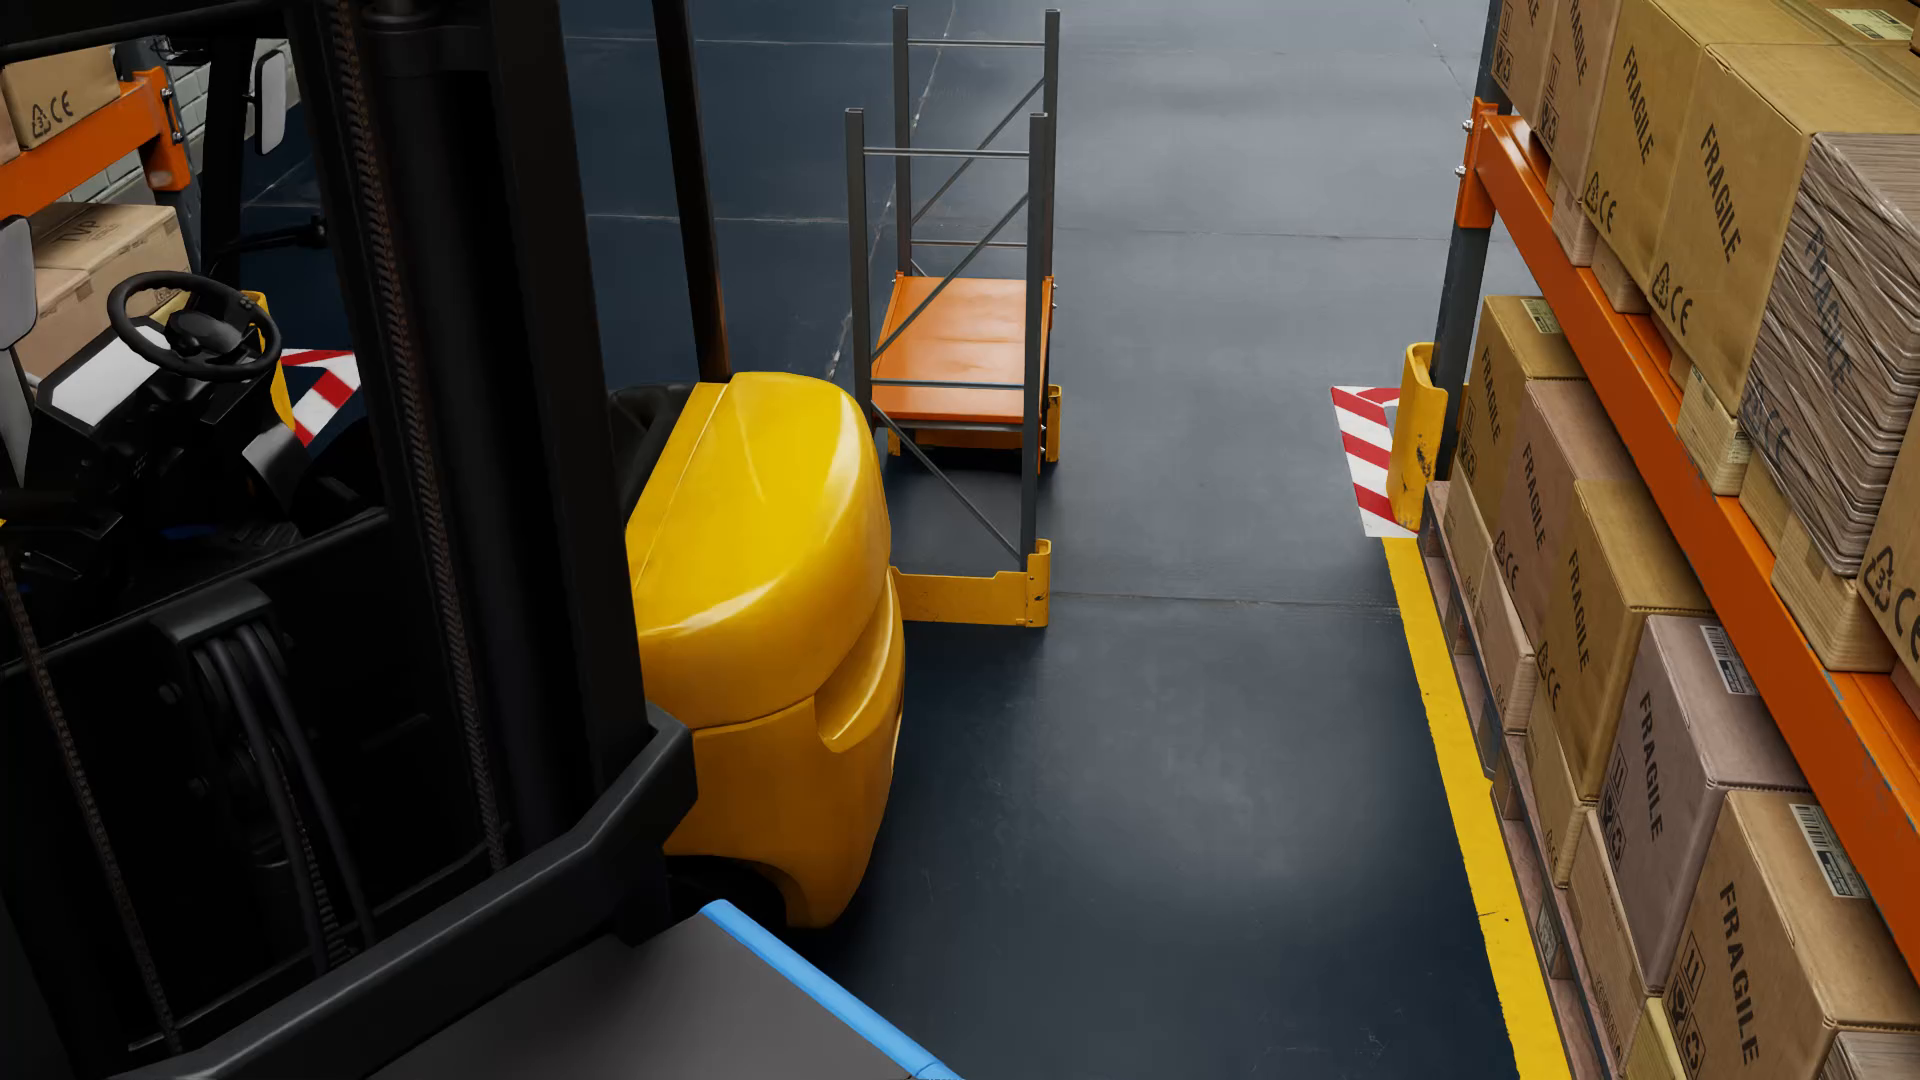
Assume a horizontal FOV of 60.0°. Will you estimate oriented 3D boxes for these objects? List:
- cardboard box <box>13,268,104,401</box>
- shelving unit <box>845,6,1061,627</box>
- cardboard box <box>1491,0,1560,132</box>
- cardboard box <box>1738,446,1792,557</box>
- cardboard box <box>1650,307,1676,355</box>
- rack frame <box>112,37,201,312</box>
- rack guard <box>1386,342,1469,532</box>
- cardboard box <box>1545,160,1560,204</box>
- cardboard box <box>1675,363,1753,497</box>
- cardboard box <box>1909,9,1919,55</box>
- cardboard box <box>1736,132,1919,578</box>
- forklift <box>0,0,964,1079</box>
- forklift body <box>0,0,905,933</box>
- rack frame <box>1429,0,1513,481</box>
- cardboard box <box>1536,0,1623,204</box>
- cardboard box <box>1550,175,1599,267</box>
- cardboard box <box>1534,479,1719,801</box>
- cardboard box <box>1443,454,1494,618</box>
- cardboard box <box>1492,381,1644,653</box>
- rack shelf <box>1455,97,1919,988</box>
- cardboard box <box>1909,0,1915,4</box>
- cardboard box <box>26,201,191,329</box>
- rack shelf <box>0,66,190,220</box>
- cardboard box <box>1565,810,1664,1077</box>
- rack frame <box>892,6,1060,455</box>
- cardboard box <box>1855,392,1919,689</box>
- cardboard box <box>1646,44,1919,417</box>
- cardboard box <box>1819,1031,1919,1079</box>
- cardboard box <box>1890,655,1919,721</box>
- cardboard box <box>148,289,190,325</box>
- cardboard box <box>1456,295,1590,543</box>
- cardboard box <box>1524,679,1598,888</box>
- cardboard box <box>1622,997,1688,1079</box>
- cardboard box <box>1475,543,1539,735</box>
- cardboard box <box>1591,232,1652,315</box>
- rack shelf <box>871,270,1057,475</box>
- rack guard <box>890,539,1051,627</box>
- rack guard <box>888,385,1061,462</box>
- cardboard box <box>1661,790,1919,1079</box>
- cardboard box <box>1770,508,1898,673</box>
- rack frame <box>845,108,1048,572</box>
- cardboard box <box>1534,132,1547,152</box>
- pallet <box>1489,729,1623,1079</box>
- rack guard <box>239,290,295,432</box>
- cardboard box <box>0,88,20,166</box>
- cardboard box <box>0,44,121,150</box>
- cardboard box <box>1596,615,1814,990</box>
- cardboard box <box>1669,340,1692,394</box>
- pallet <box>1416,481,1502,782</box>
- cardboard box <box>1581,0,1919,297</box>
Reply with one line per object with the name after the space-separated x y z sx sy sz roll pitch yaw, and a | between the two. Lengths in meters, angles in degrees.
-2.711 -0.534 4.525 0.500 0.250 0.500 3 32 5 | cardboard box
0.006 -0.678 4.921 0.587 1.500 1.083 2 32 4 | shelving unit
1.683 -1.345 4.194 0.500 0.500 0.500 2 32 3 | cardboard box
1.525 -0.058 2.724 0.380 0.149 0.250 2 32 3 | cardboard box
1.640 -0.459 3.376 0.380 0.149 0.250 3 32 6 | cardboard box
-2.949 -1.621 5.022 1.000 3.000 0.127 2 32 4 | rack frame
1.992 -0.307 5.272 1.175 0.500 0.348 2 32 4 | rack guard
1.656 -0.868 4.038 0.380 0.149 0.250 1 32 2 | cardboard box
1.510 -0.194 2.945 0.380 0.149 0.250 3 32 4 | cardboard box
2.008 -0.939 2.583 0.700 0.500 0.500 2 32 4 | cardboard box
1.534 -0.273 2.455 0.500 0.500 0.500 3 32 5 | cardboard box
-1.198 0.103 2.289 3.031 2.935 1.130 26 40 36 | forklift
-1.285 -0.191 3.509 2.313 2.155 1.214 2 32 4 | forklift body
1.998 -1.411 4.681 1.000 3.000 0.127 2 32 4 | rack frame
1.644 -1.074 3.754 0.500 0.500 0.500 3 32 5 | cardboard box
1.589 -0.737 3.826 0.380 0.149 0.250 3 32 5 | cardboard box
1.569 0.219 3.541 0.500 0.500 0.500 3 32 5 | cardboard box
1.657 -0.009 4.627 0.500 0.250 0.500 2 32 4 | cardboard box
1.618 -0.043 3.966 0.500 0.500 0.500 1 32 2 | cardboard box
1.836 -0.059 3.173 1.077 0.370 4.000 2 32 4 | rack shelf
2.139 -0.762 3.248 0.500 0.500 0.500 2 32 4 | cardboard box
-2.676 -0.801 4.958 0.500 0.250 0.500 3 32 6 | cardboard box
-3.112 -0.269 3.514 1.077 0.370 4.000 2 32 4 | rack shelf
1.532 0.807 3.302 0.500 0.250 0.500 3 32 5 | cardboard box
0.048 -0.949 5.360 0.500 1.500 0.032 2 32 4 | rack frame
1.496 -0.001 2.014 0.500 0.500 0.500 3 32 6 | cardboard box
1.571 -0.541 2.890 0.500 0.500 0.500 2 32 3 | cardboard box
1.453 1.032 2.222 0.500 0.500 0.500 2 32 3 | cardboard box
1.542 0.213 2.285 0.380 0.149 0.250 2 32 3 | cardboard box
-2.677 -0.575 5.067 0.500 0.250 0.500 2 32 3 | cardboard box
1.656 -0.316 4.410 0.500 0.500 0.500 1 32 2 | cardboard box
1.576 0.543 3.730 0.500 0.250 0.500 5 32 7 | cardboard box
1.486 1.073 2.871 0.500 0.250 0.500 2 32 3 | cardboard box
1.608 0.257 4.194 0.500 0.250 0.500 4 32 6 | cardboard box
1.602 -0.600 3.604 0.380 0.149 0.250 3 32 5 | cardboard box
0.007 -0.530 5.023 0.538 0.185 1.000 2 32 4 | rack shelf
-0.034 0.114 4.827 0.587 0.250 0.087 2 32 4 | rack guard
0.047 -0.407 5.672 0.587 0.250 0.087 2 32 4 | rack guard
1.493 0.766 2.654 0.500 0.500 0.500 3 32 5 | cardboard box
1.475 0.075 2.509 0.380 0.149 0.250 2 32 3 | cardboard box
-0.034 -0.417 4.498 0.500 1.500 0.032 2 32 4 | rack frame
1.764 -1.136 4.473 0.380 0.149 0.250 3 32 4 | cardboard box
1.789 0.875 3.629 1.003 0.211 1.213 2 32 4 | pallet
-2.947 -0.570 5.698 1.175 0.500 0.348 2 32 4 | rack guard
-2.779 -1.124 4.120 0.500 0.500 0.500 3 32 6 | cardboard box
-2.727 -1.395 4.560 0.500 0.500 0.500 2 32 3 | cardboard box
1.534 0.499 3.087 0.500 0.500 0.500 4 32 7 | cardboard box
1.589 -0.323 3.154 0.380 0.149 0.250 2 32 3 | cardboard box
1.891 0.239 4.661 1.003 0.211 1.213 2 32 4 | pallet
1.604 -0.807 3.322 0.500 0.500 0.500 2 32 3 | cardboard box
